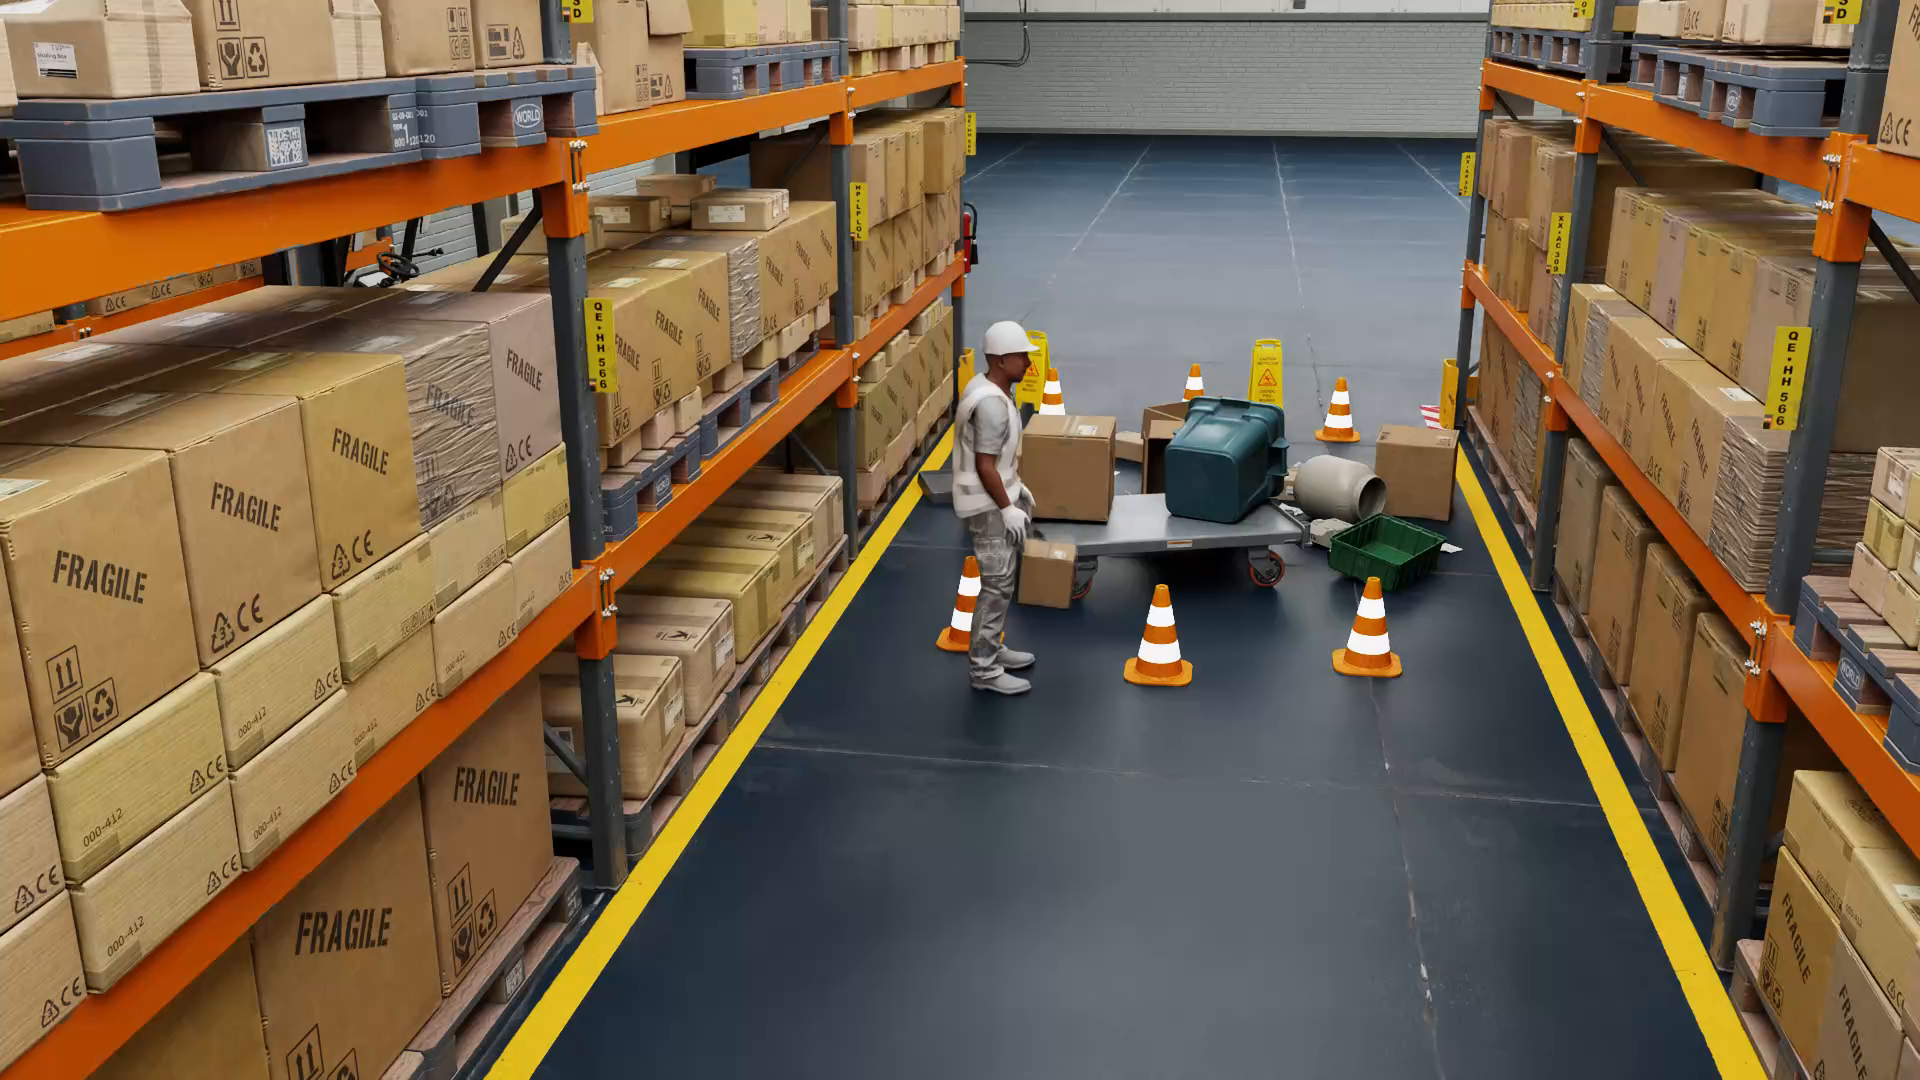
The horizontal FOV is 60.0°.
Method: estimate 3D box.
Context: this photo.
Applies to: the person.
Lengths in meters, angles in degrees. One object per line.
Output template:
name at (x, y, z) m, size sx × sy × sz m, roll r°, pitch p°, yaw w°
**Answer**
person at (0.170, -0.172, 8.062) m, size 0.411 × 1.780 × 0.575 m, roll 2°, pitch 18°, yaw 6°
